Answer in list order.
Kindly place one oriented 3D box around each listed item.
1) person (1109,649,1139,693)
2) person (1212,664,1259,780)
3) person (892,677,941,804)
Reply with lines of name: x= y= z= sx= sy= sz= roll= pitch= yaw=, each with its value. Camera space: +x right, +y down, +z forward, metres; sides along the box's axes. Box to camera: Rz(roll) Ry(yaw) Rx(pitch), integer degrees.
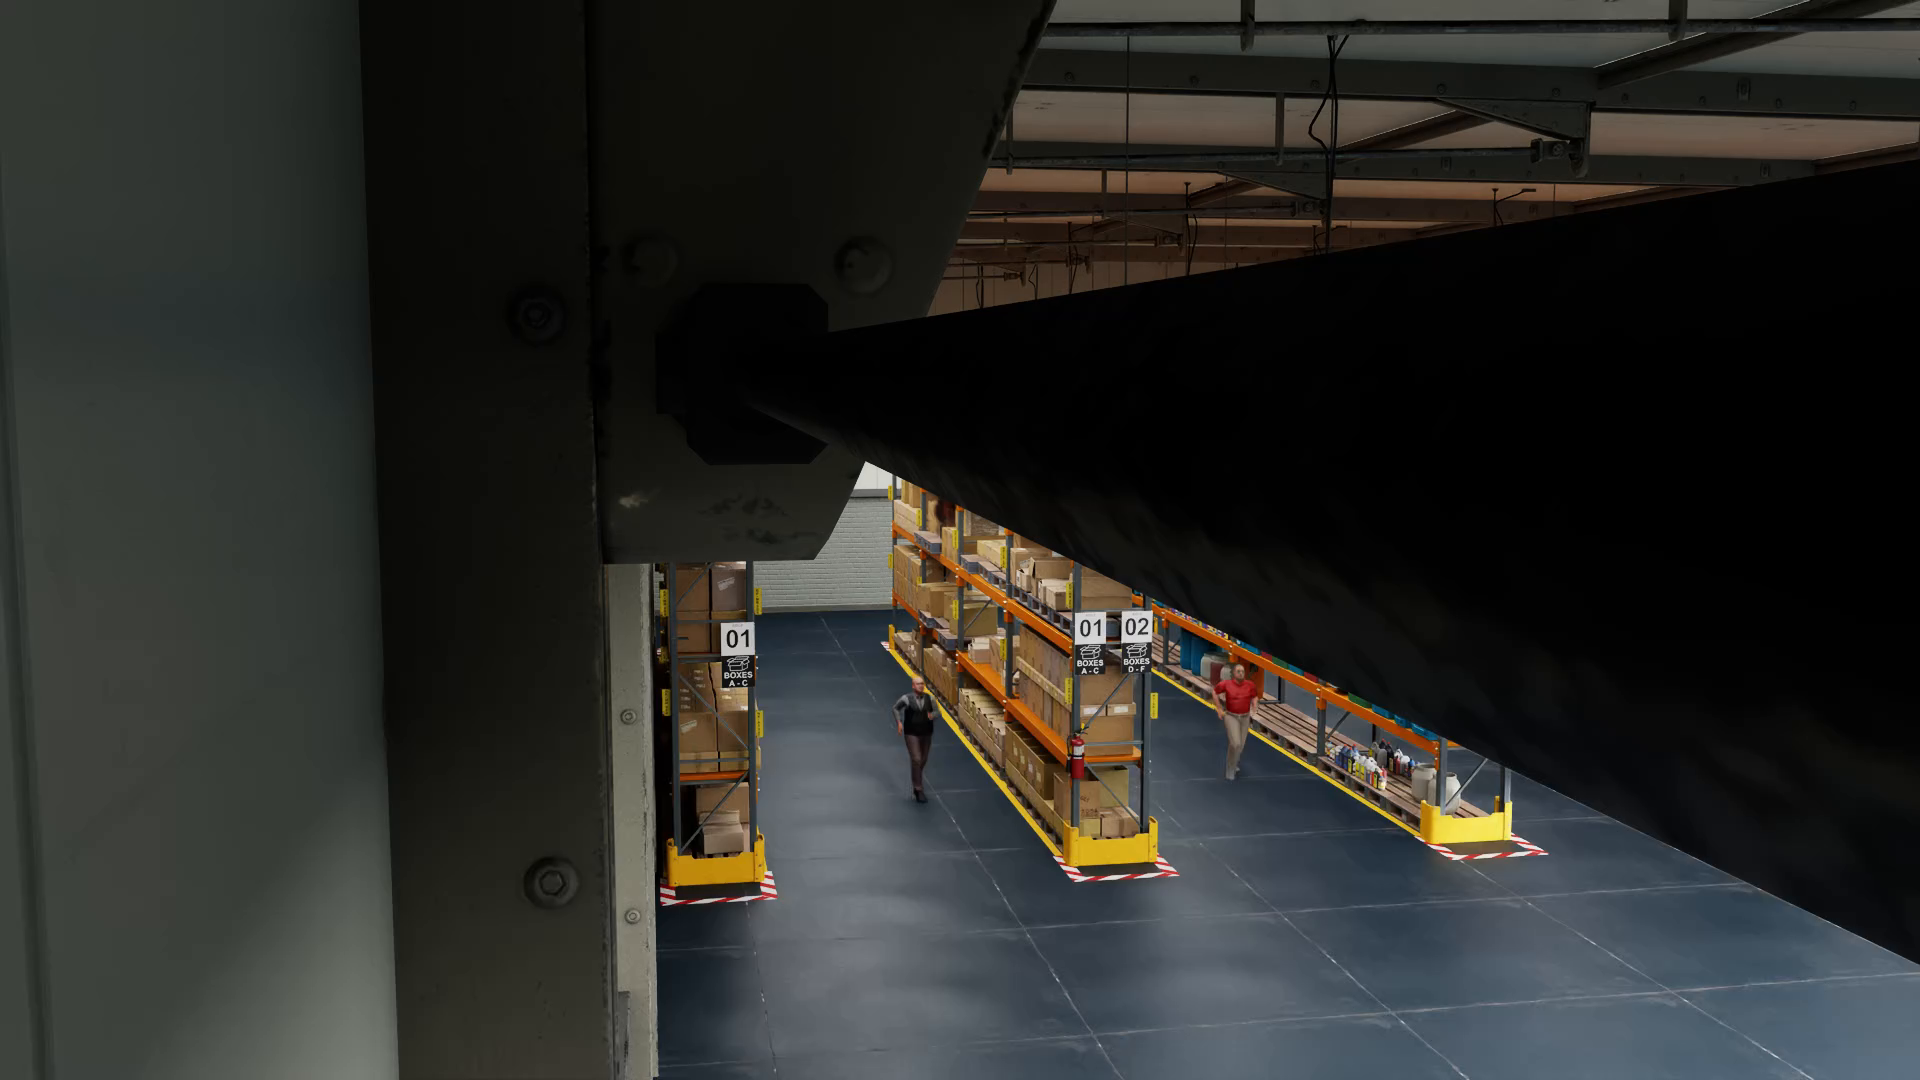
person: x=3.000 y=2.322 z=29.371 sx=0.576 sy=1.749 sz=0.719 roll=-3 pitch=7 yaw=-23
person: x=4.229 y=2.771 z=25.268 sx=0.647 sy=1.785 sz=0.764 roll=-2 pitch=6 yaw=-15
person: x=-0.605 y=2.855 z=24.127 sx=0.638 sy=1.755 sz=0.874 roll=-3 pitch=7 yaw=-22
